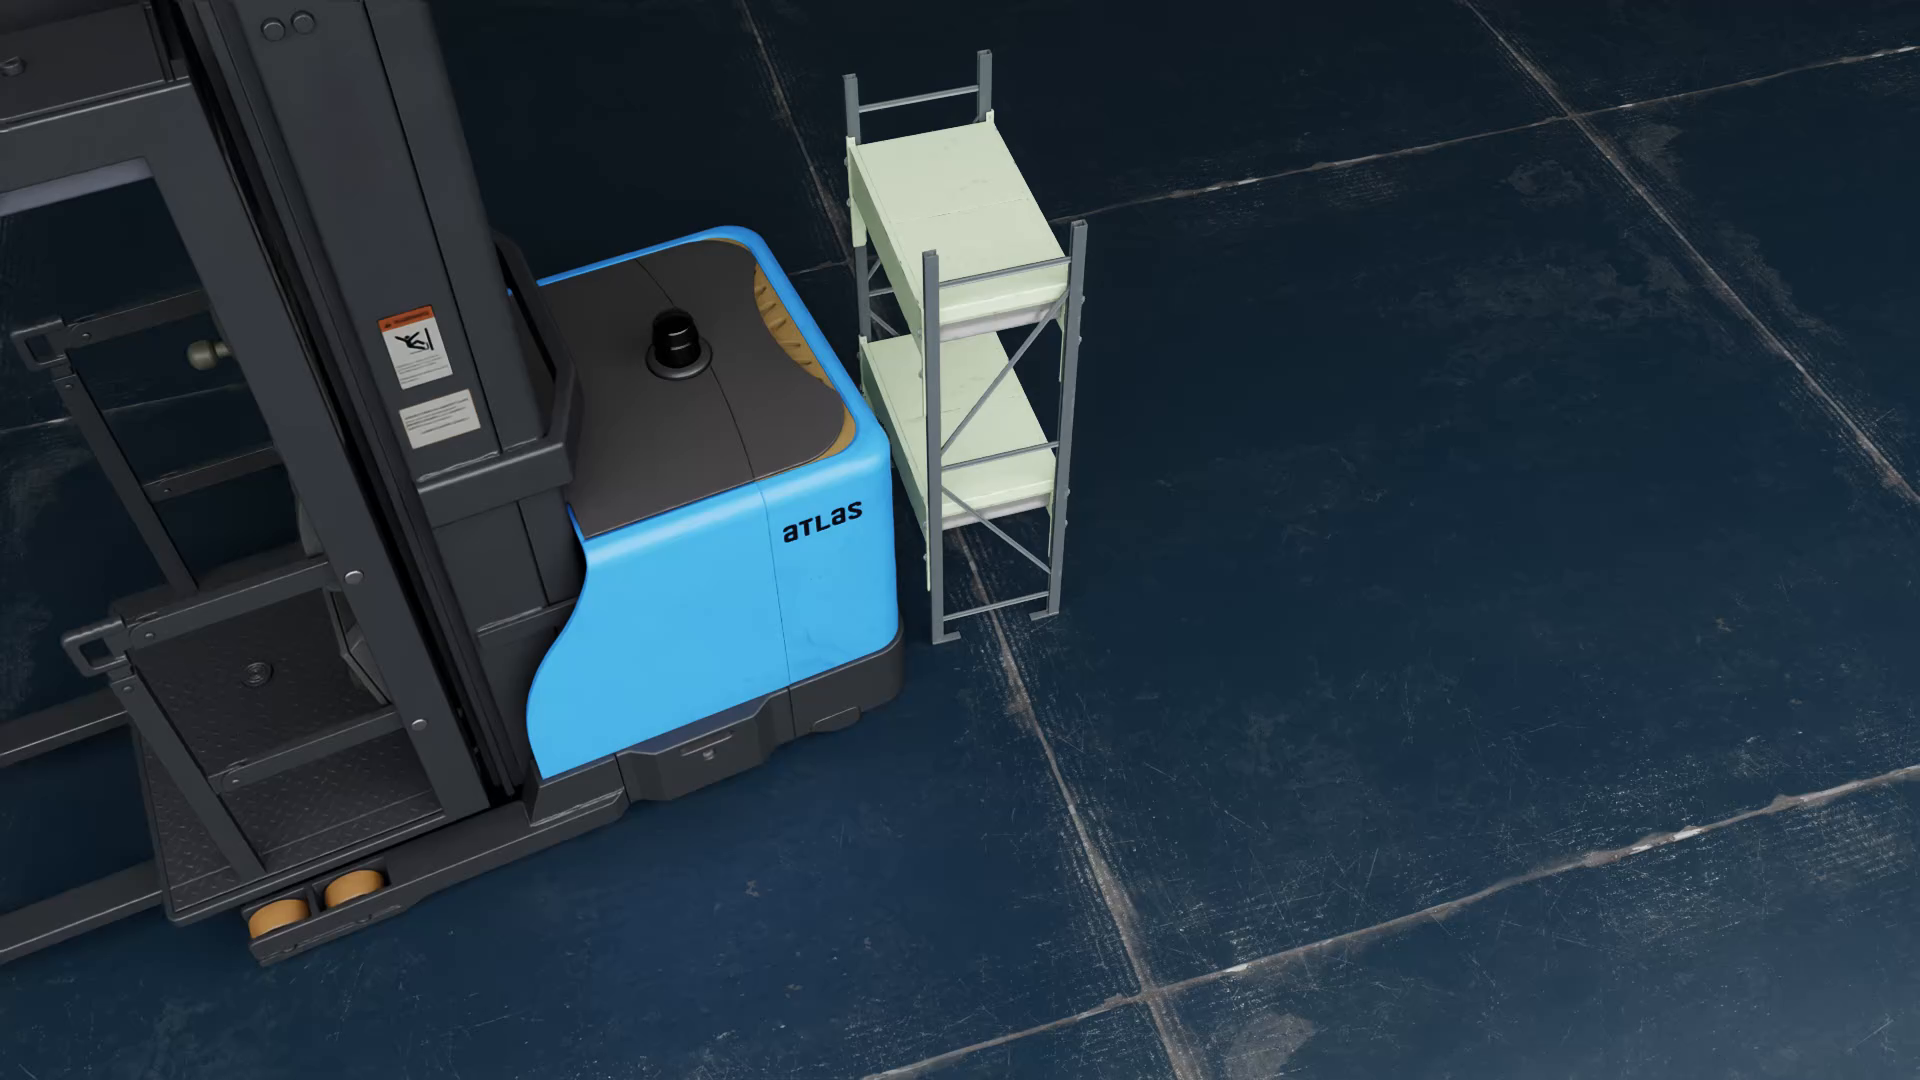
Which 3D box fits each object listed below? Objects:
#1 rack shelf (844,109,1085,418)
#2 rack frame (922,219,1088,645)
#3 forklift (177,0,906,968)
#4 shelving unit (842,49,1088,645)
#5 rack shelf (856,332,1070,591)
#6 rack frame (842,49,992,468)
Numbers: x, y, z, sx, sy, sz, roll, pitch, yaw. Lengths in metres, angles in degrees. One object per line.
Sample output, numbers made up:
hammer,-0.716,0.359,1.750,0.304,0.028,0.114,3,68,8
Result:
rack shelf,-0.002,-0.740,4.382,0.431,0.370,0.720,-13,51,-11
rack frame,0.106,-0.221,4.455,0.400,1.500,0.023,-13,51,-11
forklift,-1.714,-0.323,3.605,3.031,2.935,1.130,-20,53,-16
shelving unit,-0.002,-0.488,4.681,0.431,1.500,0.755,-13,51,-11
rack shelf,-0.002,-0.278,4.930,0.431,0.370,0.720,-13,51,-11
rack frame,-0.110,-0.756,4.906,0.400,1.500,0.023,-13,51,-11
